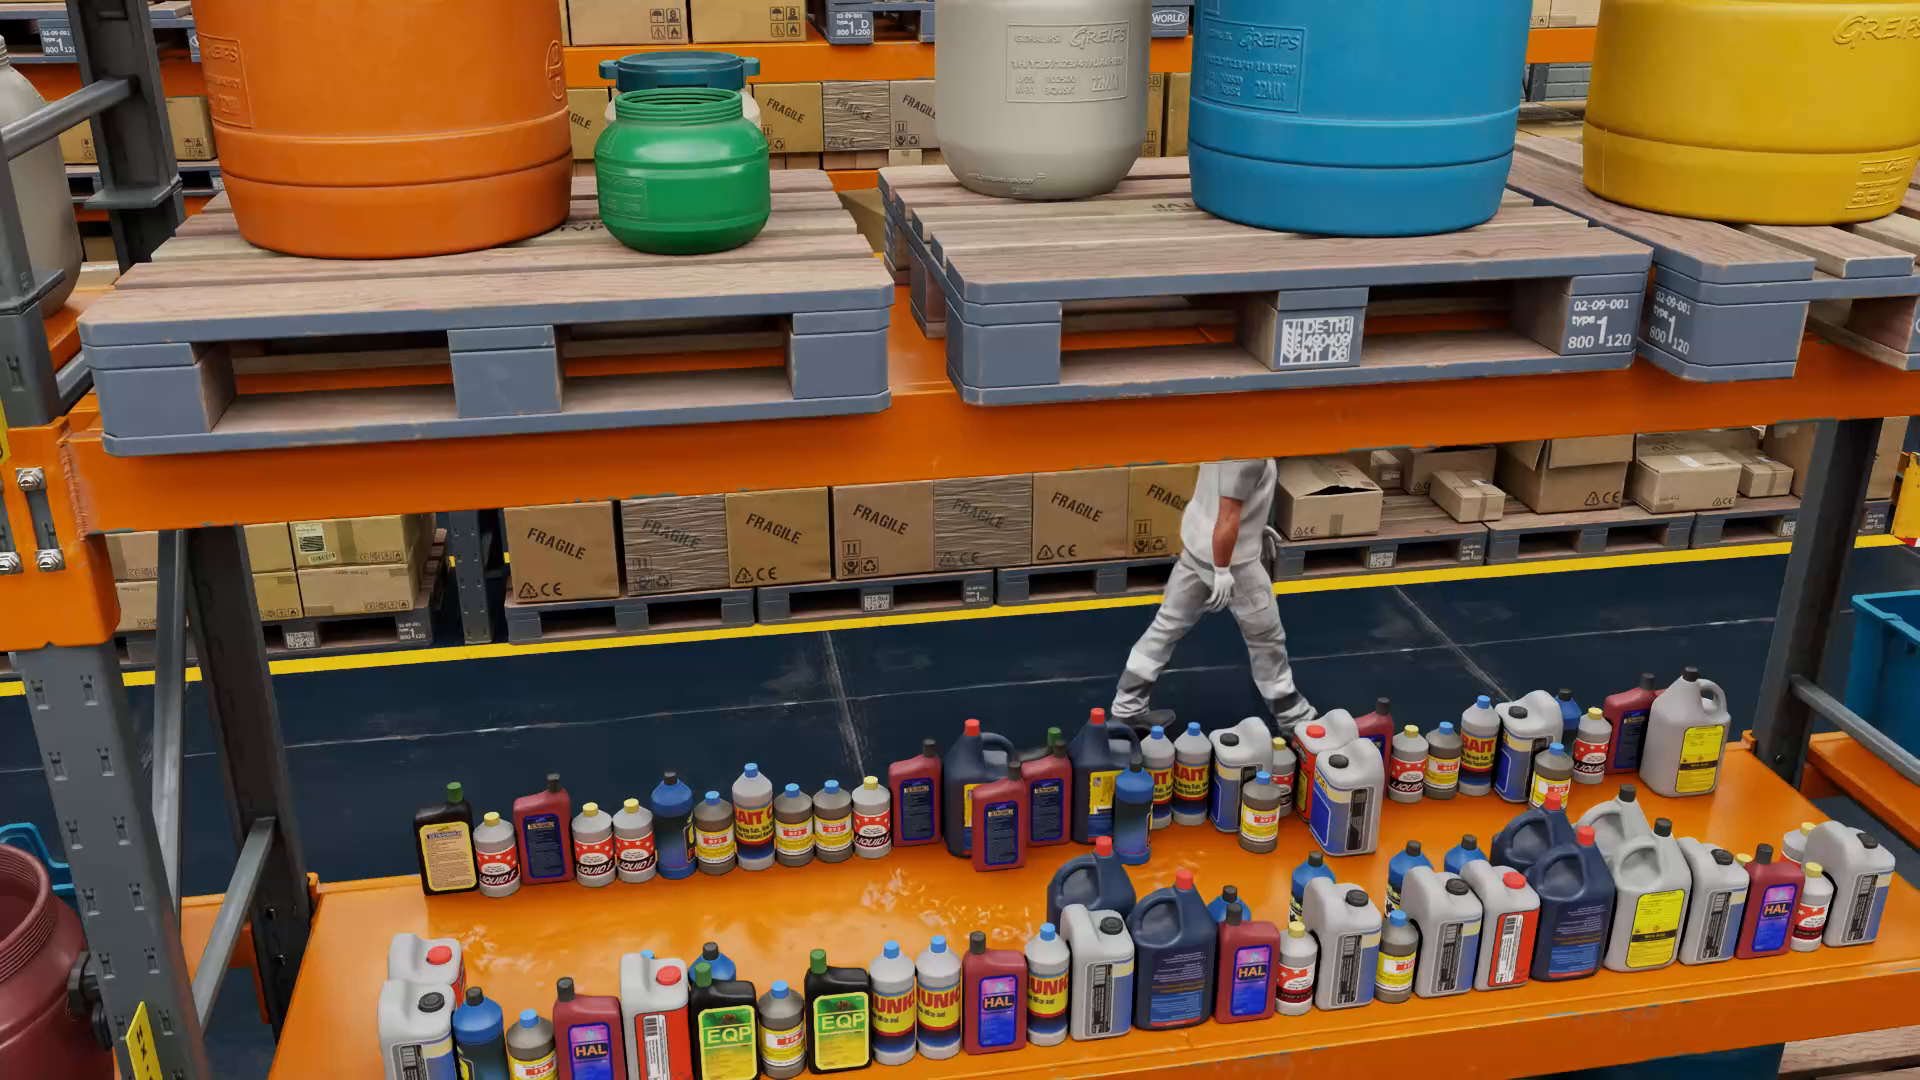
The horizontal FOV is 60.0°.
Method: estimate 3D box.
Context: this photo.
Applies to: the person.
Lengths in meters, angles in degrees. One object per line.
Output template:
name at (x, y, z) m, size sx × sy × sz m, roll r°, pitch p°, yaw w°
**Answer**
person at (1.160, 0.042, 6.951) m, size 1.010 × 1.745 × 0.559 m, roll -4°, pitch 23°, yaw -9°
